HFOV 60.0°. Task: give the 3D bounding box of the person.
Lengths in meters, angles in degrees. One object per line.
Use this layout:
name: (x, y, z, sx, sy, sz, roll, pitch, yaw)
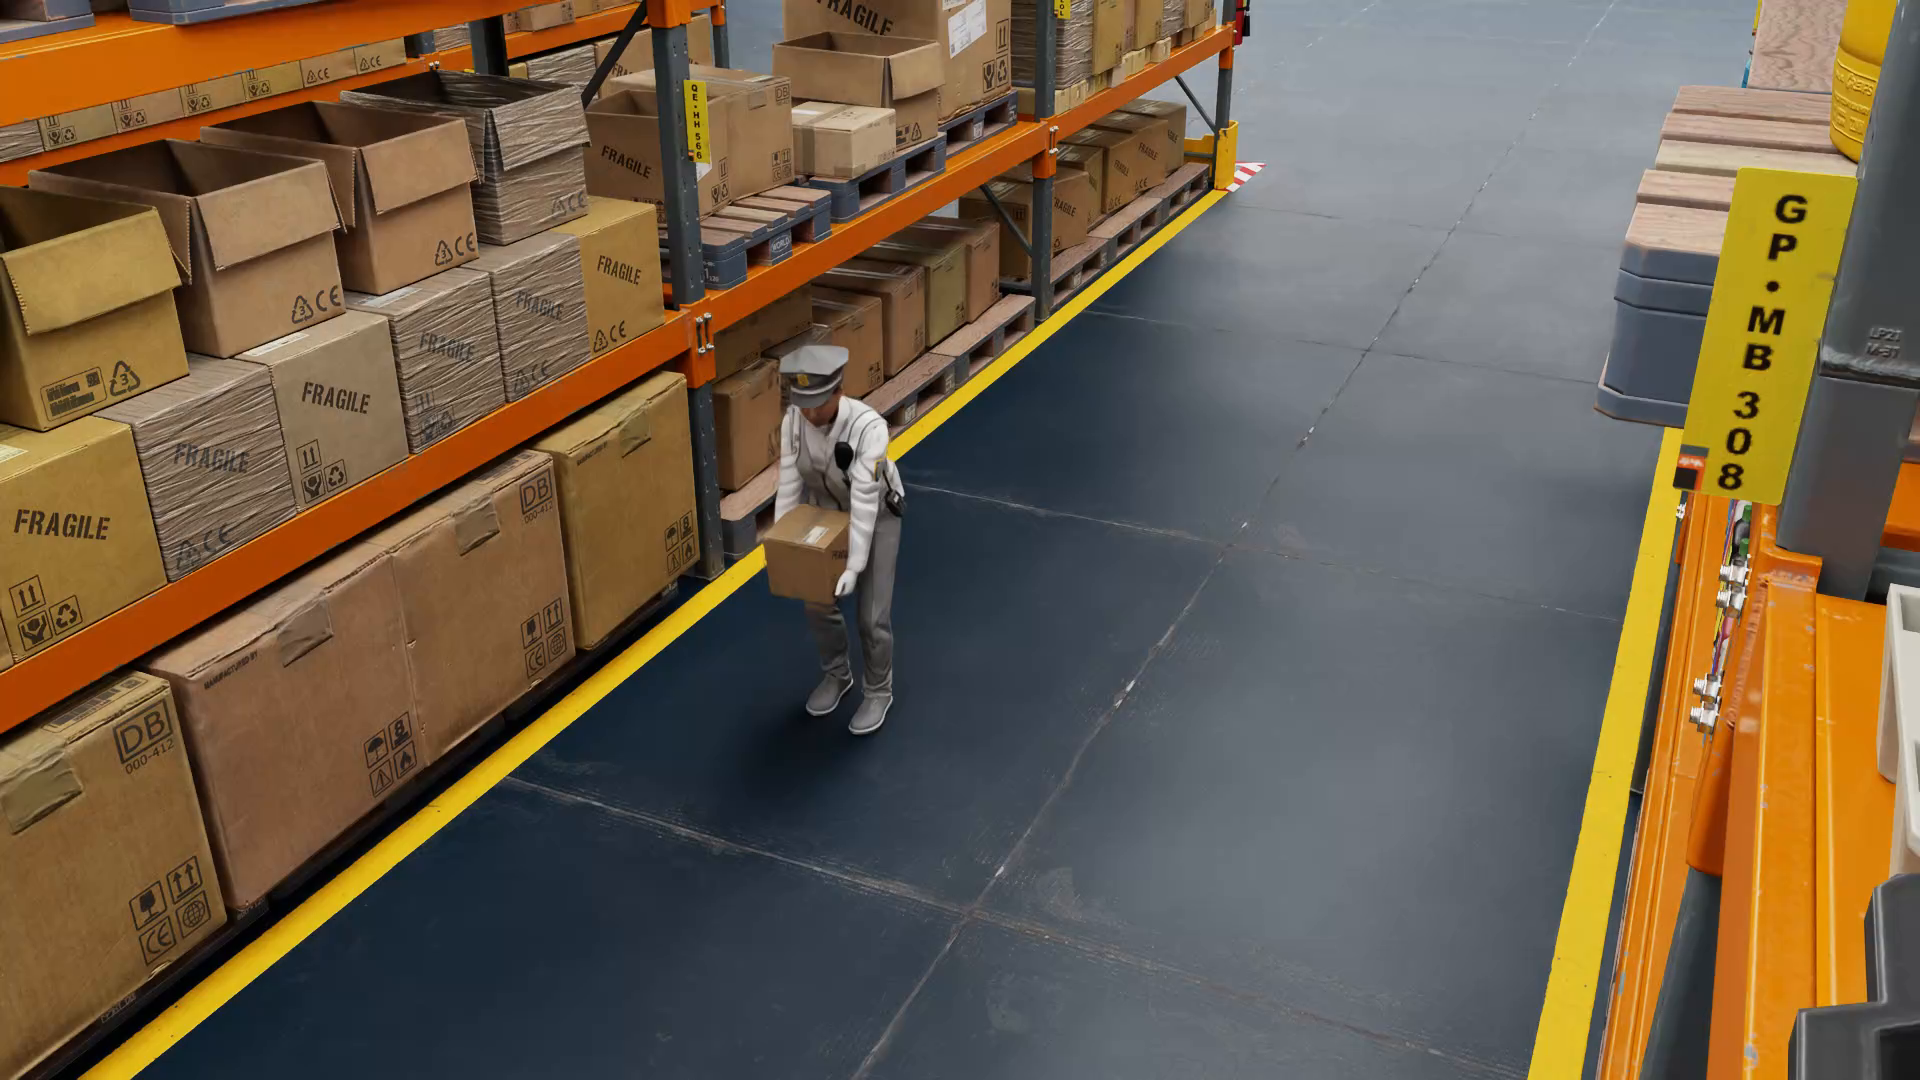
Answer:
person: (-0.437, -0.007, 6.228, 0.413, 1.584, 0.588, 11, 28, 21)
